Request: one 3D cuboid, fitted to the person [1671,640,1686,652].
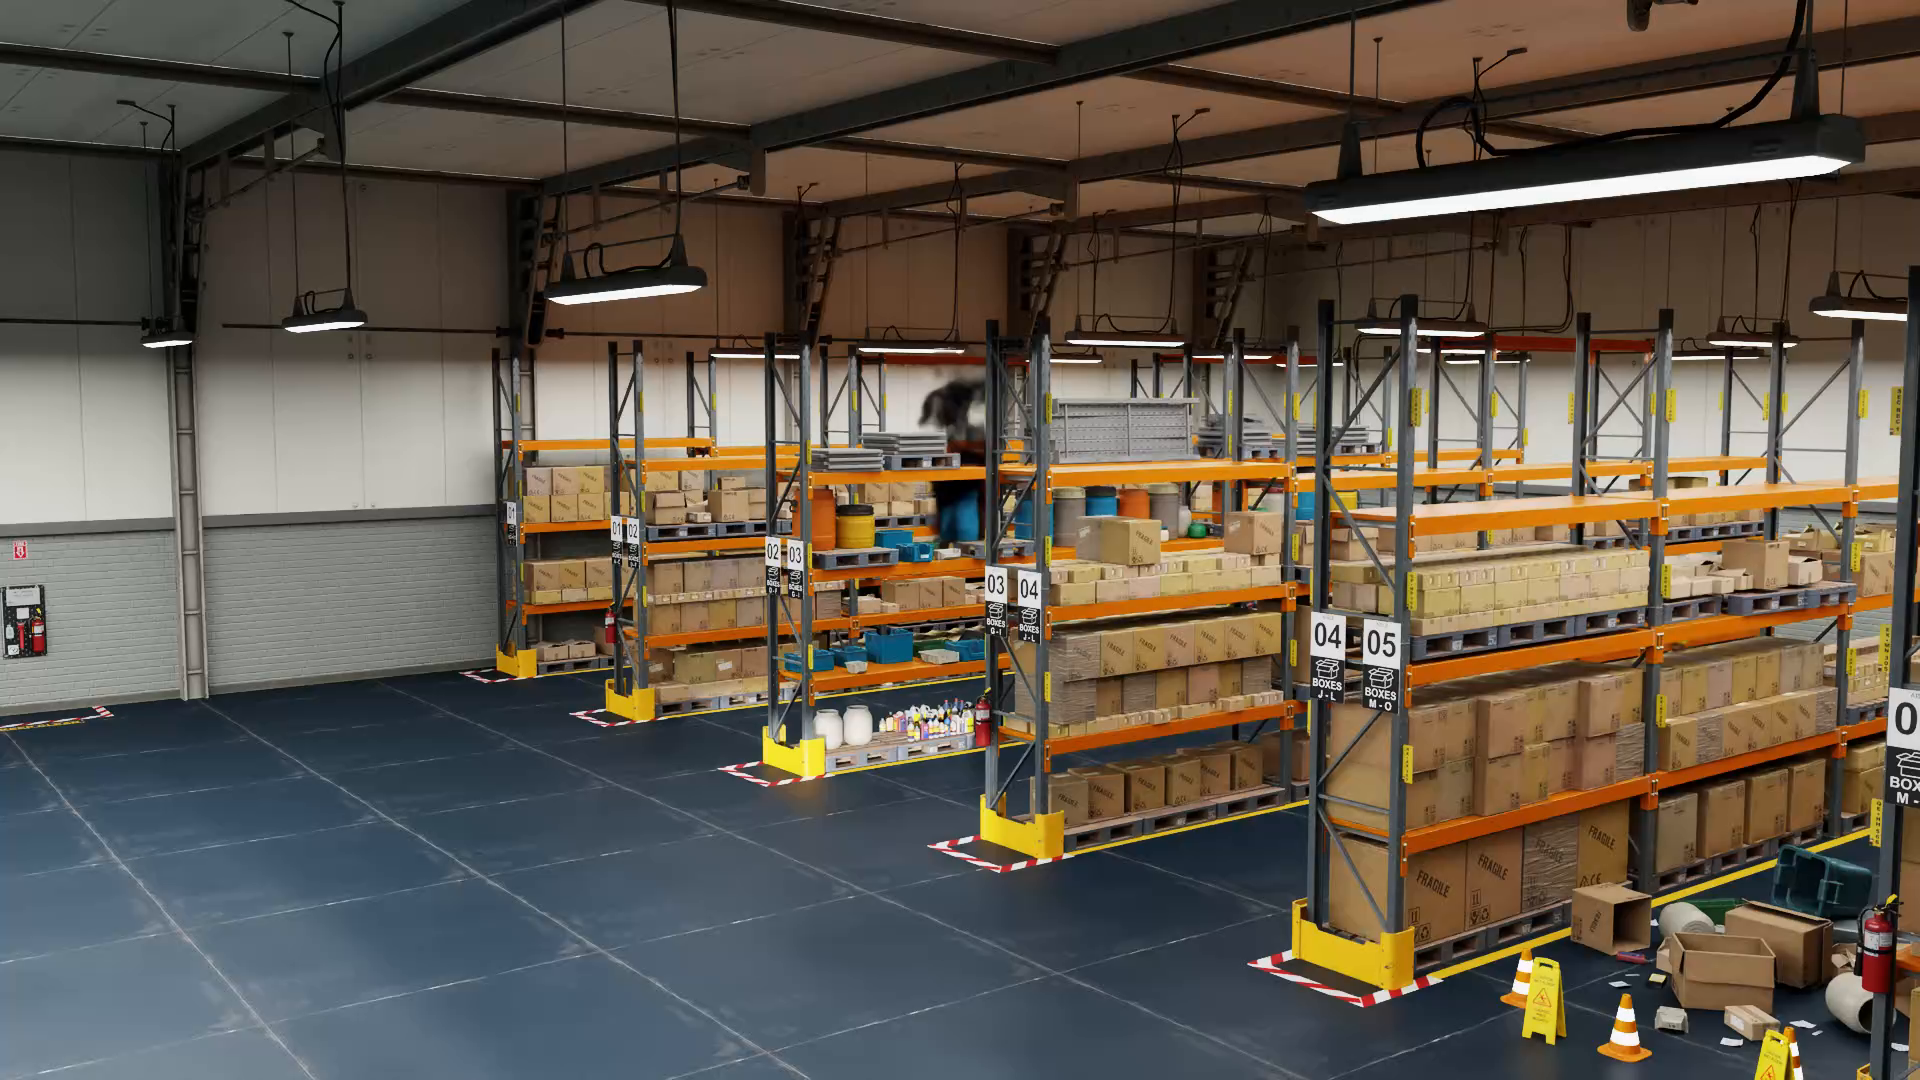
[{"bbox_3d":[10.250,2.210,23.683,0.957,1.759,0.687,-4,6,-39],"label":"person"}]
